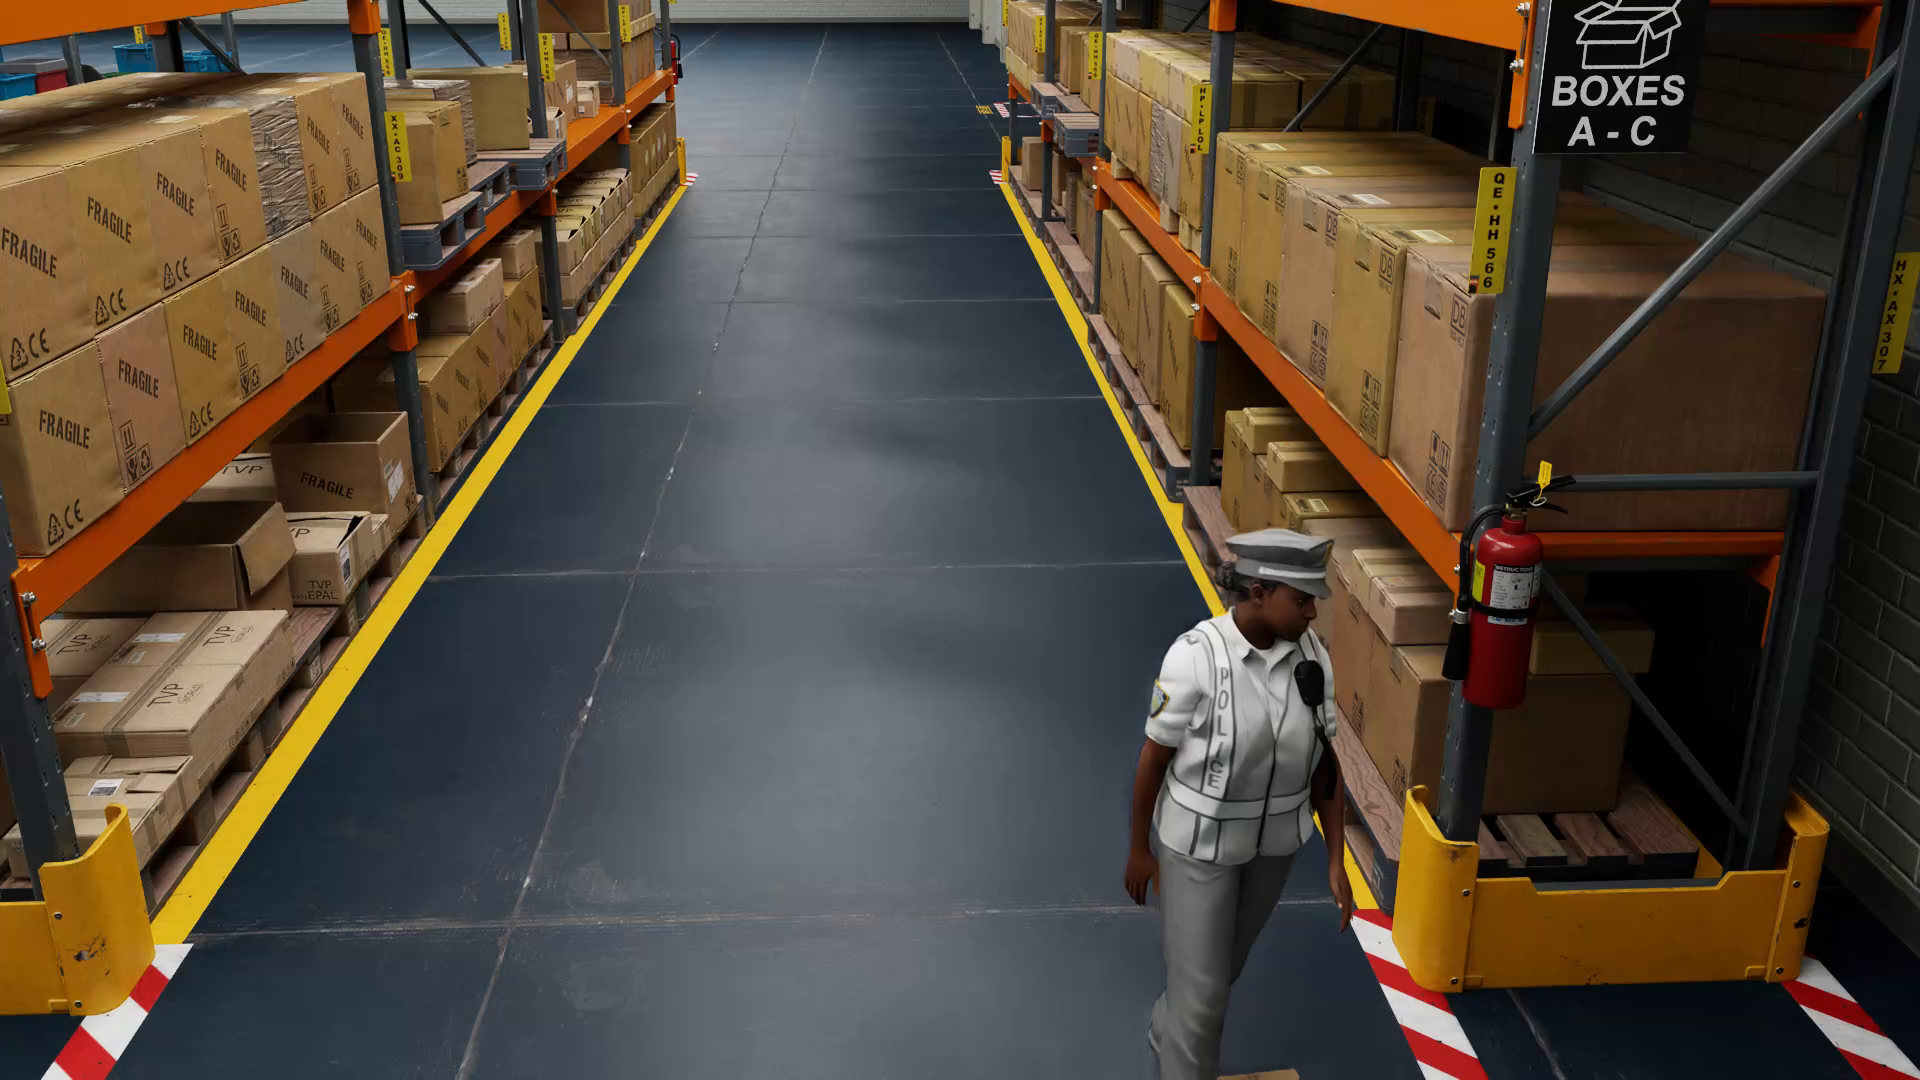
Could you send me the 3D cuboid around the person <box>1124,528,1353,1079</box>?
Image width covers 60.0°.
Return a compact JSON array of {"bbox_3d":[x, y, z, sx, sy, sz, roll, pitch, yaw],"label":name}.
[{"bbox_3d":[0.659,0.779,4.000,0.547,1.650,0.794,-8,22,-20],"label":"person"}]
